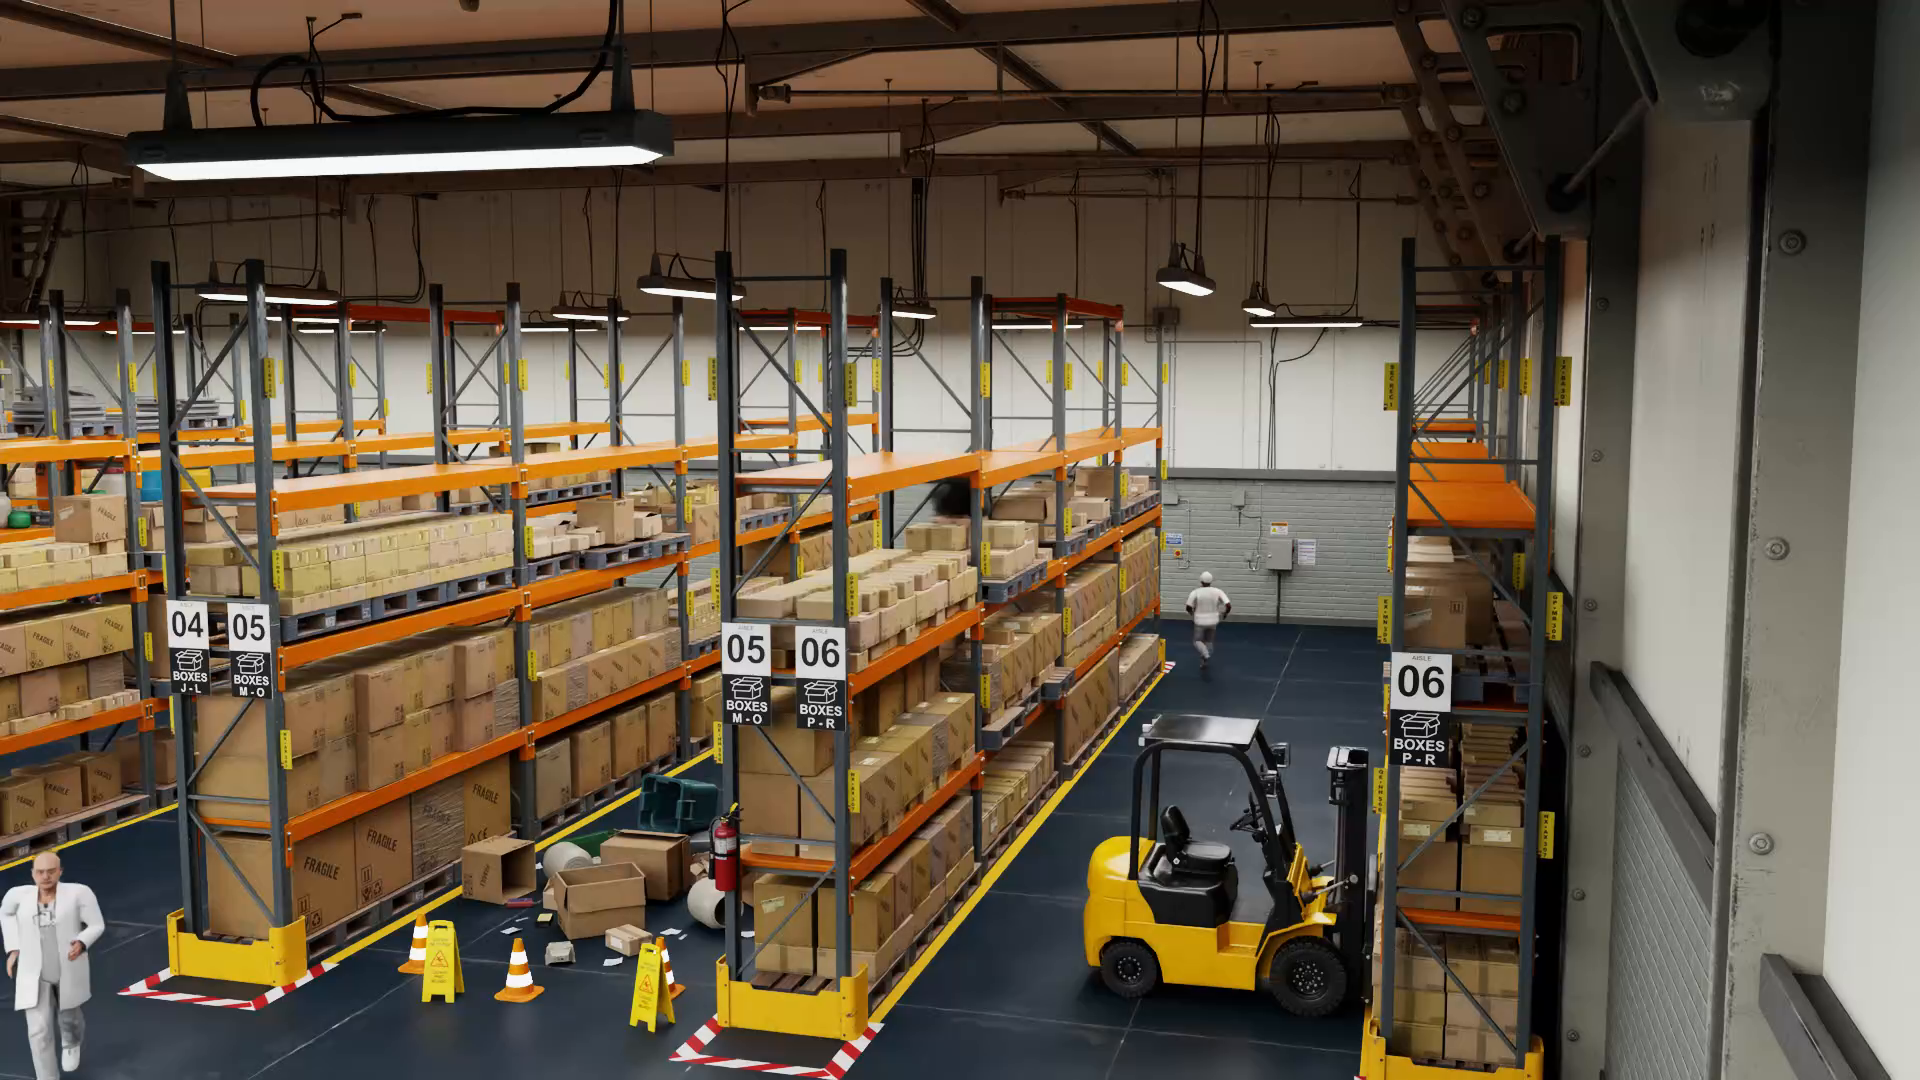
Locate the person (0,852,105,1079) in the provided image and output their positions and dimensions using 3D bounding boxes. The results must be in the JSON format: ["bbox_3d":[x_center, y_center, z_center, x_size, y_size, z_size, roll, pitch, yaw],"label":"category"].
[{"bbox_3d":[-6.378,3.143,11.725,0.662,1.584,1.071,-3,7,-26],"label":"person"}]

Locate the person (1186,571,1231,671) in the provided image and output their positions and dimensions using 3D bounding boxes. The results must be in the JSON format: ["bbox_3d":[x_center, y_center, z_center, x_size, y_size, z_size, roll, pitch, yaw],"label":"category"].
[{"bbox_3d":[4.129,1.381,27.902,0.742,1.737,0.711,-1,6,-7],"label":"person"}]
